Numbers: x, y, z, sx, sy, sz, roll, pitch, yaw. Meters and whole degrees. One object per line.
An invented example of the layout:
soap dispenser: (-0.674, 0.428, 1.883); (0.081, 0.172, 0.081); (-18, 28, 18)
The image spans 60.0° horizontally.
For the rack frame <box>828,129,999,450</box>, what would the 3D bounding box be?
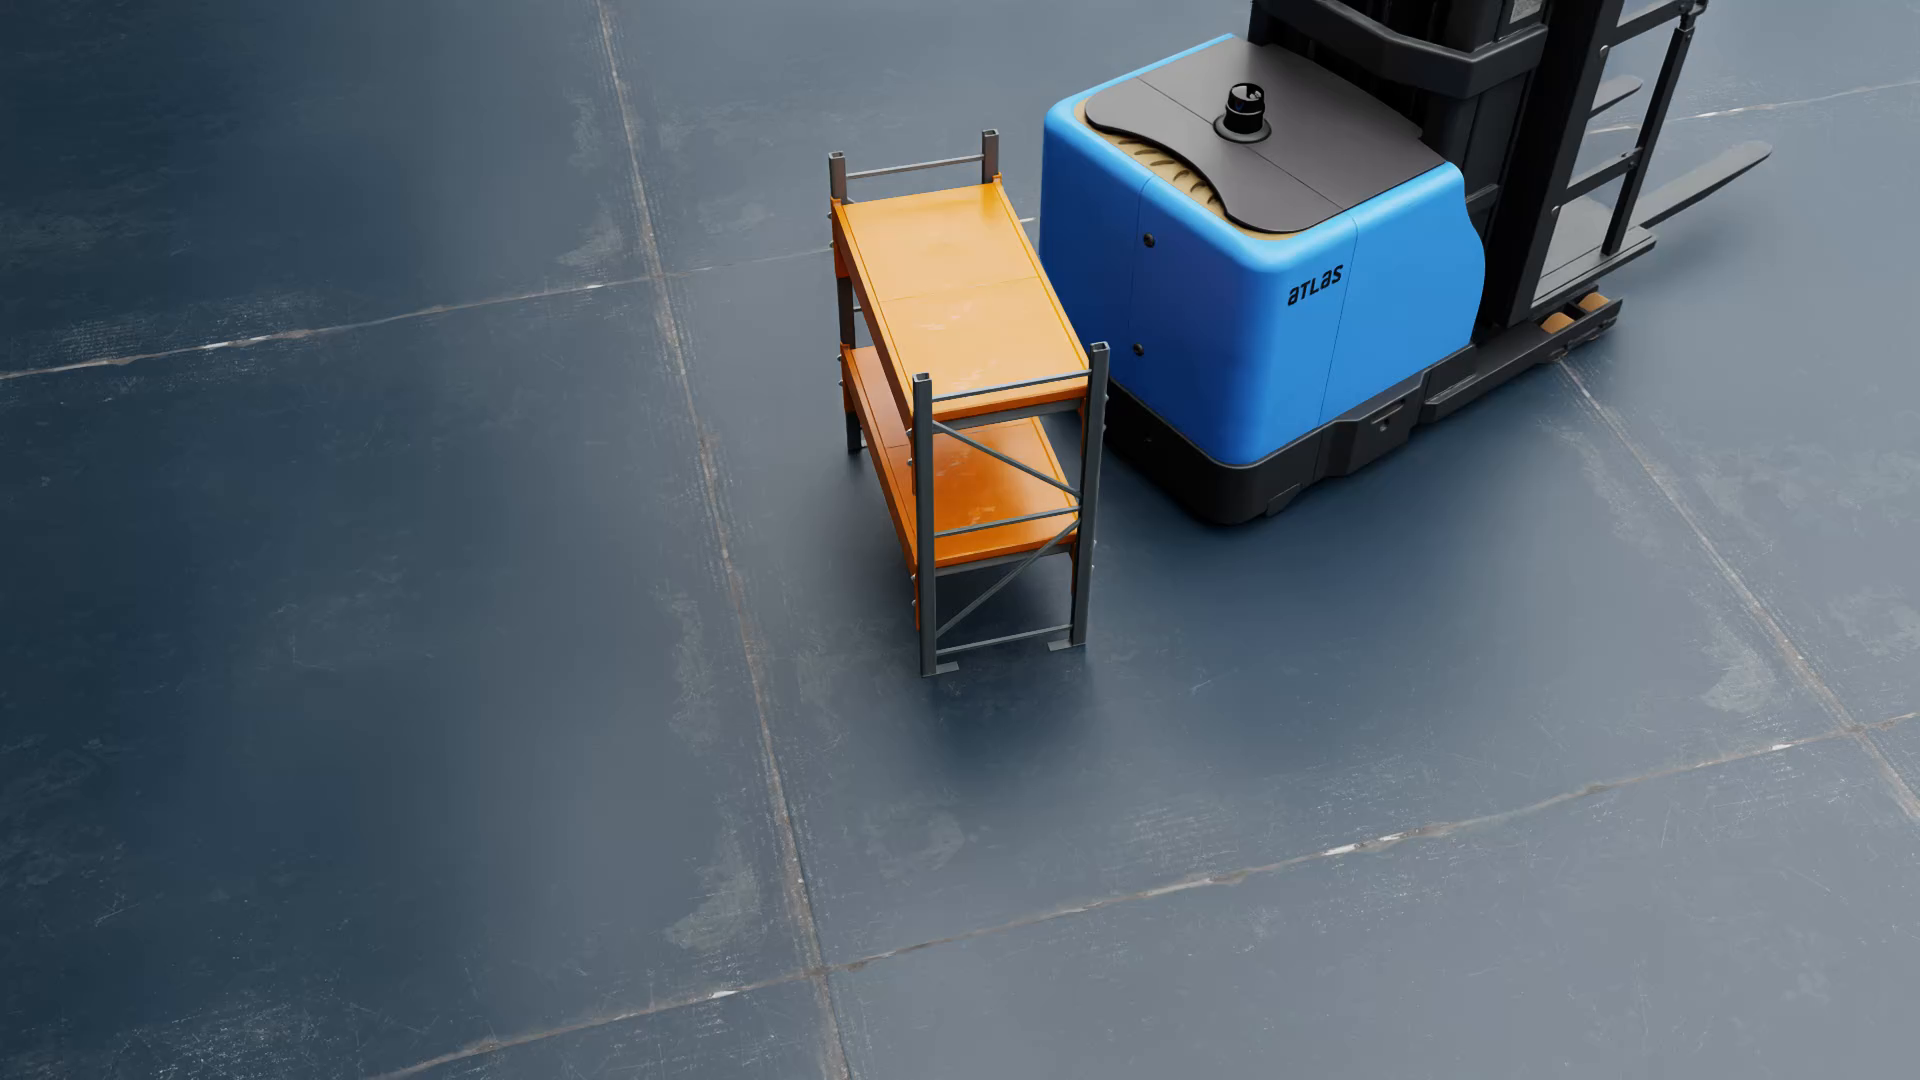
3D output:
rack frame: (-0.132, -0.749, 5.197); (0.500, 1.125, 0.032); (-11, 47, -10)

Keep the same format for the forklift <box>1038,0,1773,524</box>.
forklift: (1.728, -1.936, 5.095); (3.031, 2.935, 1.130); (-28, 52, -25)

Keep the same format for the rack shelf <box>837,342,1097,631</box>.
rack shelf: (-0.002, -0.227, 5.027); (0.538, 0.278, 1.000); (-11, 47, -10)

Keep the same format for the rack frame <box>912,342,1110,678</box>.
rack frame: (0.128, -0.047, 4.509); (0.500, 1.125, 0.032); (-11, 47, -10)

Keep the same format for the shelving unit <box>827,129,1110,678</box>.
shelving unit: (-0.002, -0.398, 4.853); (0.538, 1.125, 1.048); (-11, 47, -10)

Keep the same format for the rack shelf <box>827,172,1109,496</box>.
rack shelf: (-0.002, -0.603, 4.644); (0.538, 0.278, 1.000); (-11, 47, -10)
